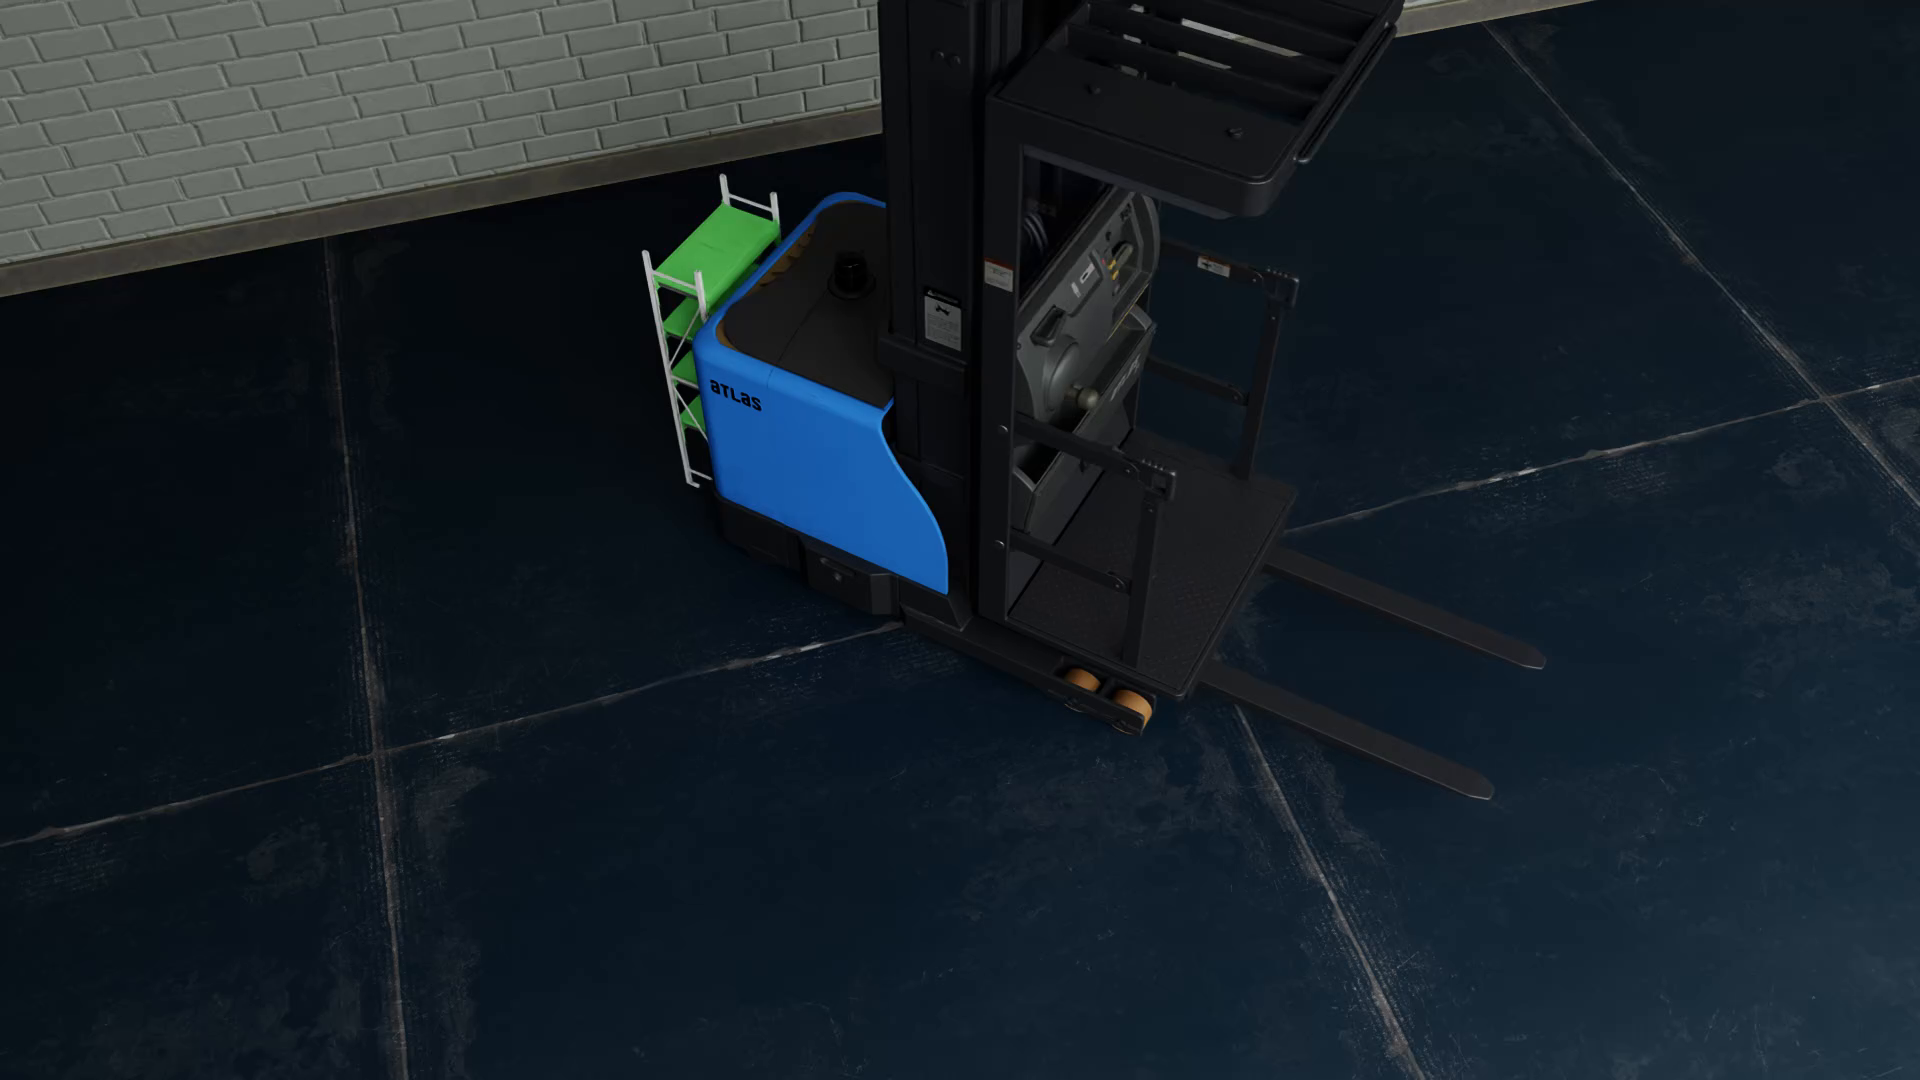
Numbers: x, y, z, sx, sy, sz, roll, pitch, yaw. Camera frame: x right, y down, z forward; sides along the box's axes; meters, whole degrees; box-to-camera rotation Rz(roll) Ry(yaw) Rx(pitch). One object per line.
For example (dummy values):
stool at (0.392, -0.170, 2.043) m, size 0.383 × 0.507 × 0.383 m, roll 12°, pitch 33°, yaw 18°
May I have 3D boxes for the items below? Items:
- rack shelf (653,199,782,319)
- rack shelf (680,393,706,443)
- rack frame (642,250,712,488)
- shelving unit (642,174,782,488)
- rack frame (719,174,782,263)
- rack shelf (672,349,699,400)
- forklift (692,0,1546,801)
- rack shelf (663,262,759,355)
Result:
rack shelf at (-0.888, -1.014, 6.064) m, size 0.258 × 0.148 × 0.480 m, roll 22°, pitch 53°, yaw 18°
rack shelf at (-0.884, -0.548, 6.613) m, size 0.258 × 0.148 × 0.480 m, roll 22°, pitch 53°, yaw 18°
rack frame at (-1.001, -0.581, 6.243) m, size 0.240 × 1.200 × 0.015 m, roll 22°, pitch 53°, yaw 18°
shelving unit at (-0.886, -0.745, 6.381) m, size 0.258 × 1.200 × 0.503 m, roll 22°, pitch 53°, yaw 18°
rack frame at (-0.770, -0.909, 6.520) m, size 0.240 × 1.200 × 0.015 m, roll 22°, pitch 53°, yaw 18°
rack shelf at (-0.885, -0.703, 6.430) m, size 0.258 × 0.148 × 0.480 m, roll 22°, pitch 53°, yaw 18°
forklift at (0.595, -0.720, 5.230) m, size 3.031 × 2.935 × 1.130 m, roll 23°, pitch 54°, yaw 18°
rack shelf at (-0.887, -0.859, 6.247) m, size 0.258 × 0.148 × 0.480 m, roll 22°, pitch 53°, yaw 18°
